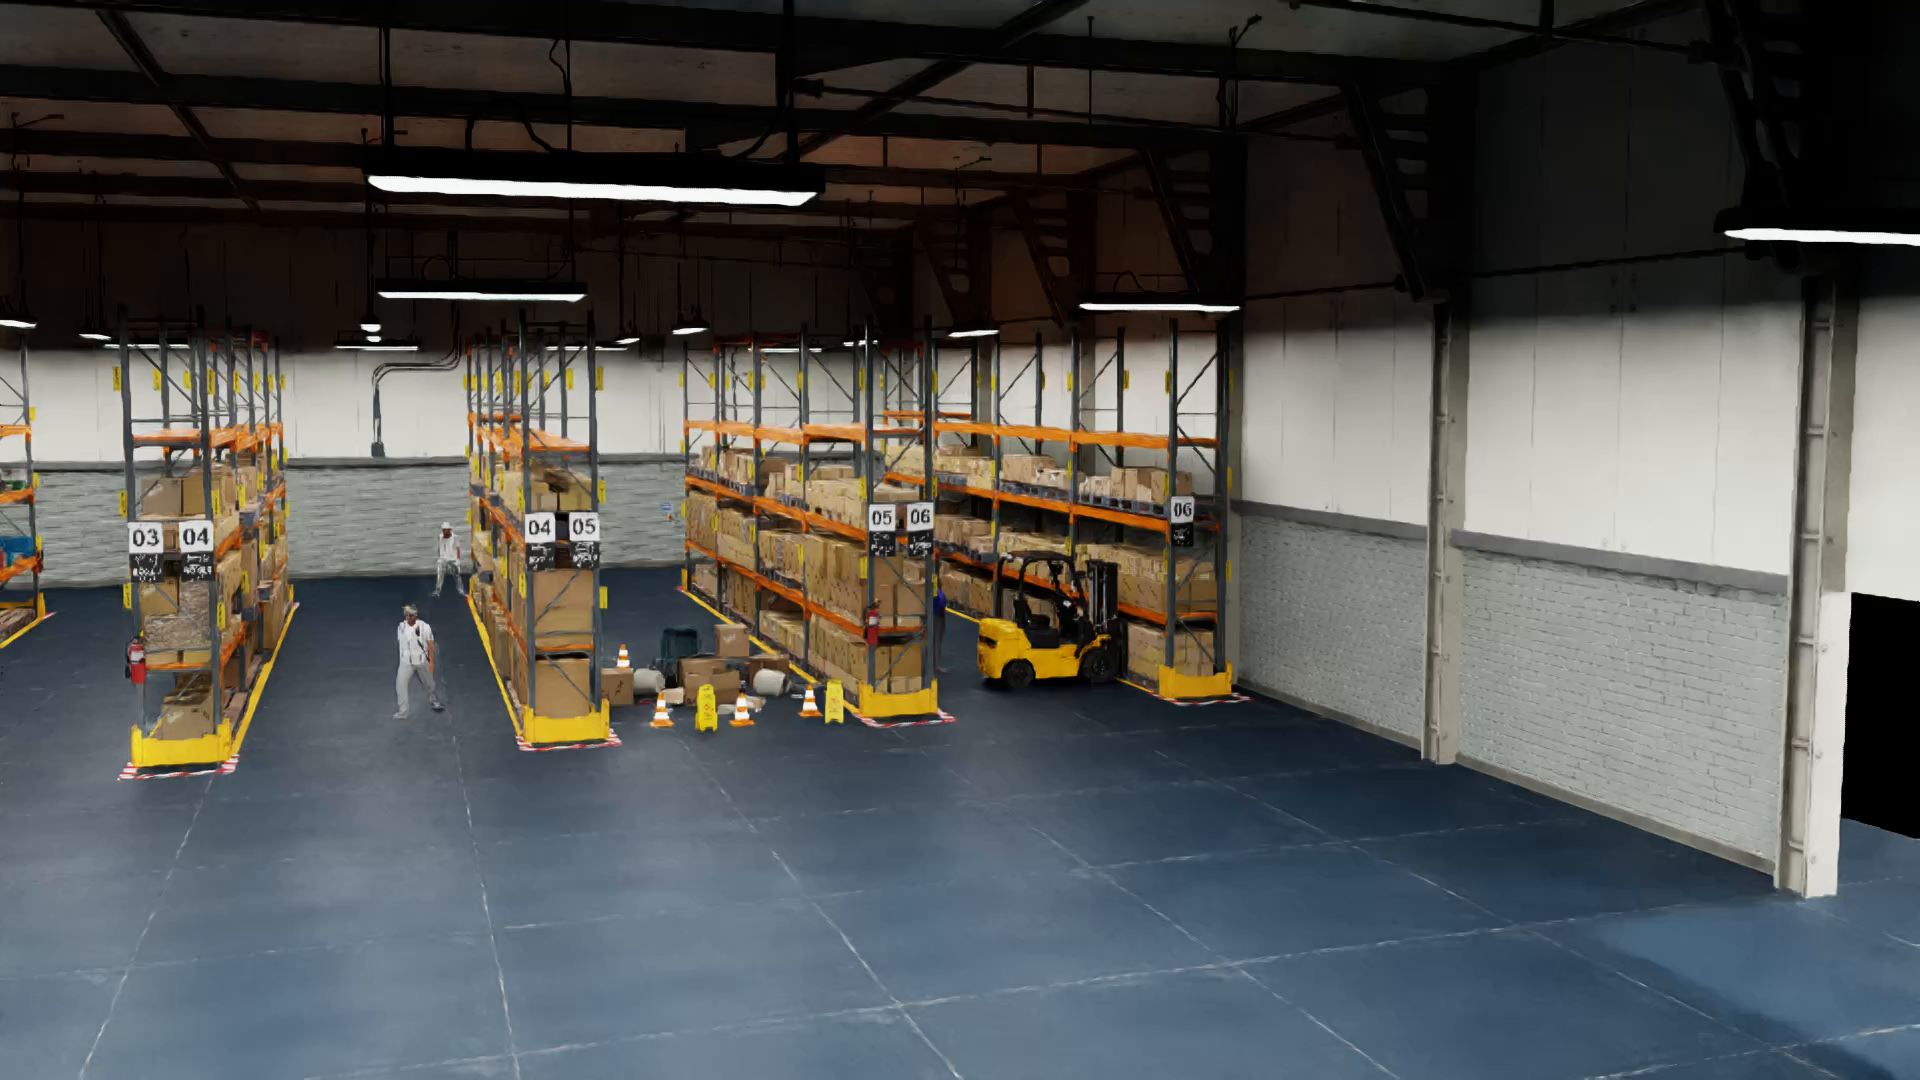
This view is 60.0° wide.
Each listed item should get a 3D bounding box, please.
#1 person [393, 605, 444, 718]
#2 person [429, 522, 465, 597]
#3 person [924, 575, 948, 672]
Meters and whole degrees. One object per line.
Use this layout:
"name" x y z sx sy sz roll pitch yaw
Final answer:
"person" -8.167 1.789 24.998 0.585 1.691 0.977 0 5 1
"person" -11.985 0.443 38.886 0.606 1.743 0.924 1 5 9
"person" -0.393 1.430 28.832 0.440 1.666 0.550 -5 7 -42
